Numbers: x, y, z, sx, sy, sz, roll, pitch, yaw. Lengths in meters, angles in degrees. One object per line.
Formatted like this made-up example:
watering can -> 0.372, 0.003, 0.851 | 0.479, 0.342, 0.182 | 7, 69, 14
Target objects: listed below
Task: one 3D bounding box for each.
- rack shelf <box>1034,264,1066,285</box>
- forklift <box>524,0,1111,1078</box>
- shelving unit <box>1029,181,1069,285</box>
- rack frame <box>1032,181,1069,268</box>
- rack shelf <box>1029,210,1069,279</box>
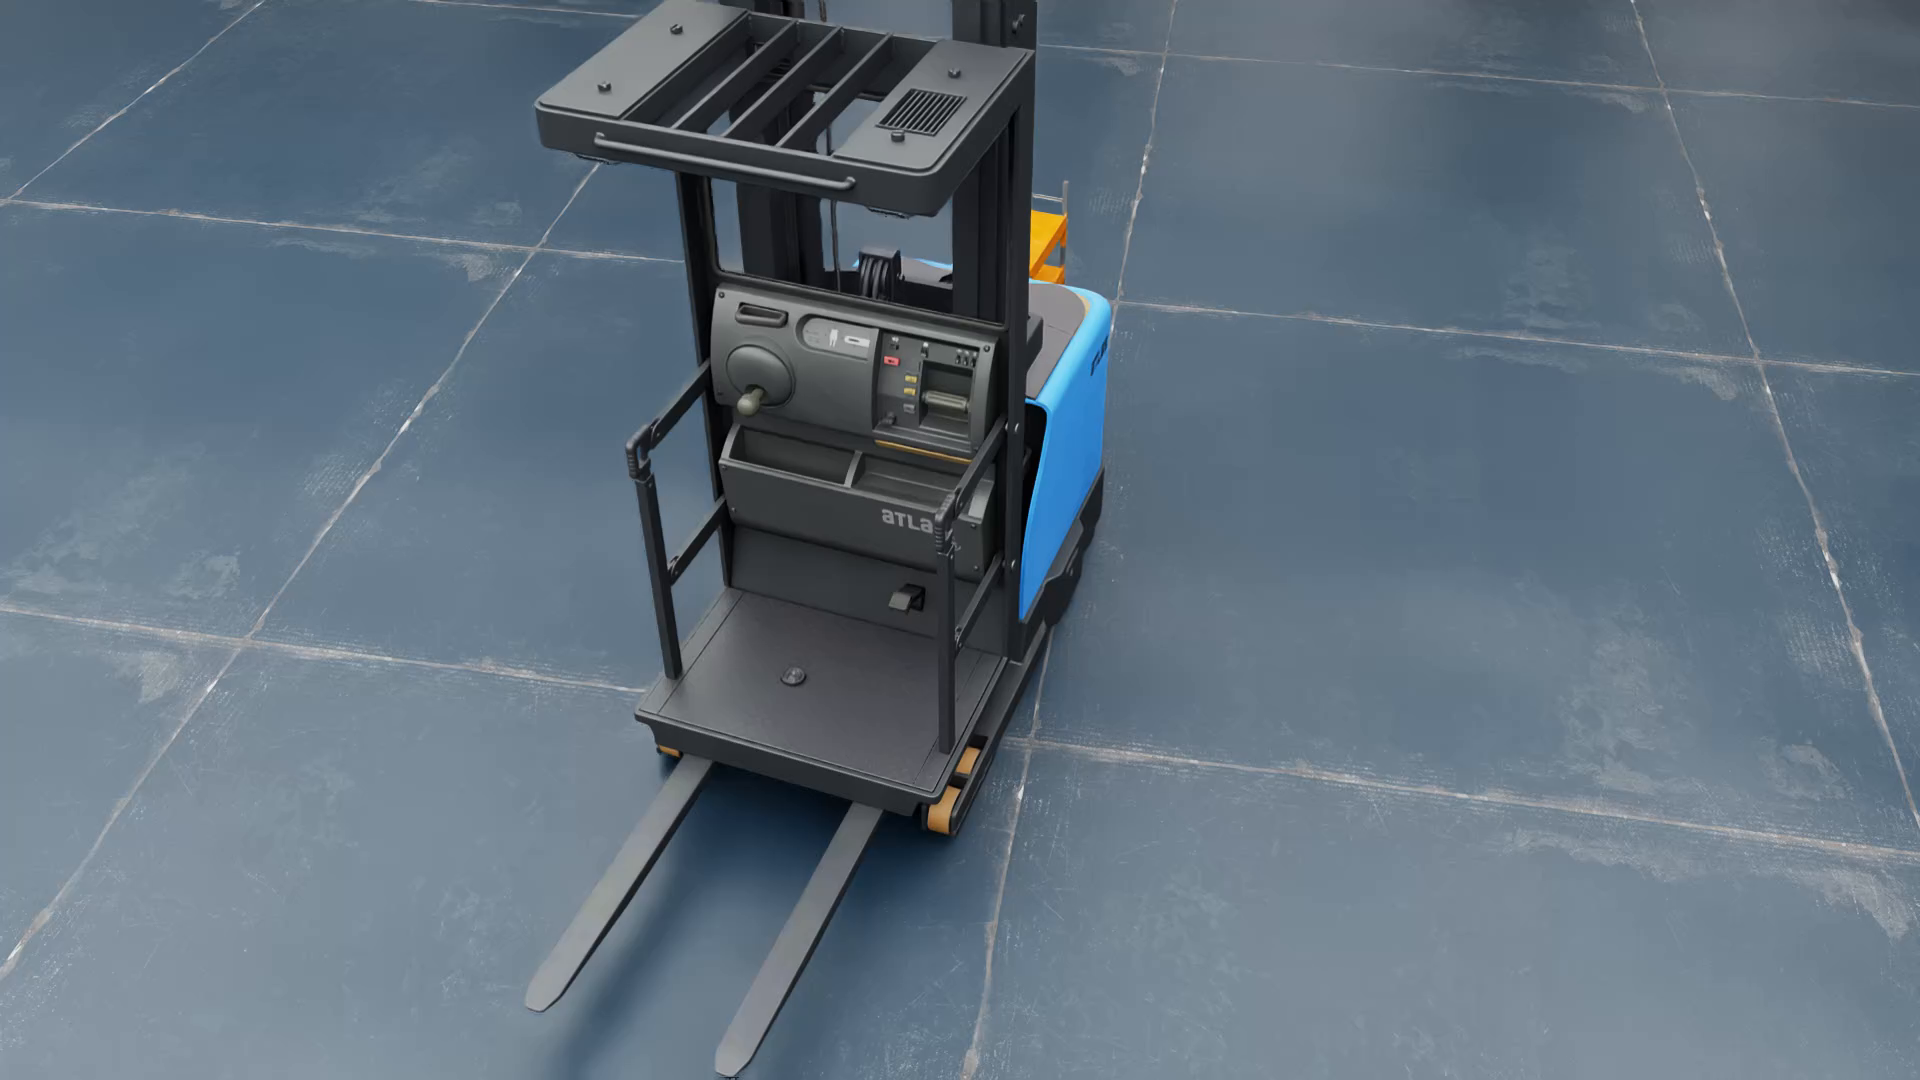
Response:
rack shelf -> 0.232, -0.954, 6.717 | 0.258, 0.148, 0.480 | 13, 41, 16
forklift -> -0.414, -0.448, 4.991 | 1.130, 2.935, 3.031 | 13, 41, 16
shelving unit -> 0.232, -0.834, 6.817 | 0.258, 1.200, 0.503 | 13, 41, 16
rack frame -> 0.317, -0.979, 6.993 | 0.240, 1.200, 0.015 | 13, 41, 16
rack shelf -> 0.232, -1.136, 6.566 | 0.258, 0.148, 0.480 | 13, 41, 16
